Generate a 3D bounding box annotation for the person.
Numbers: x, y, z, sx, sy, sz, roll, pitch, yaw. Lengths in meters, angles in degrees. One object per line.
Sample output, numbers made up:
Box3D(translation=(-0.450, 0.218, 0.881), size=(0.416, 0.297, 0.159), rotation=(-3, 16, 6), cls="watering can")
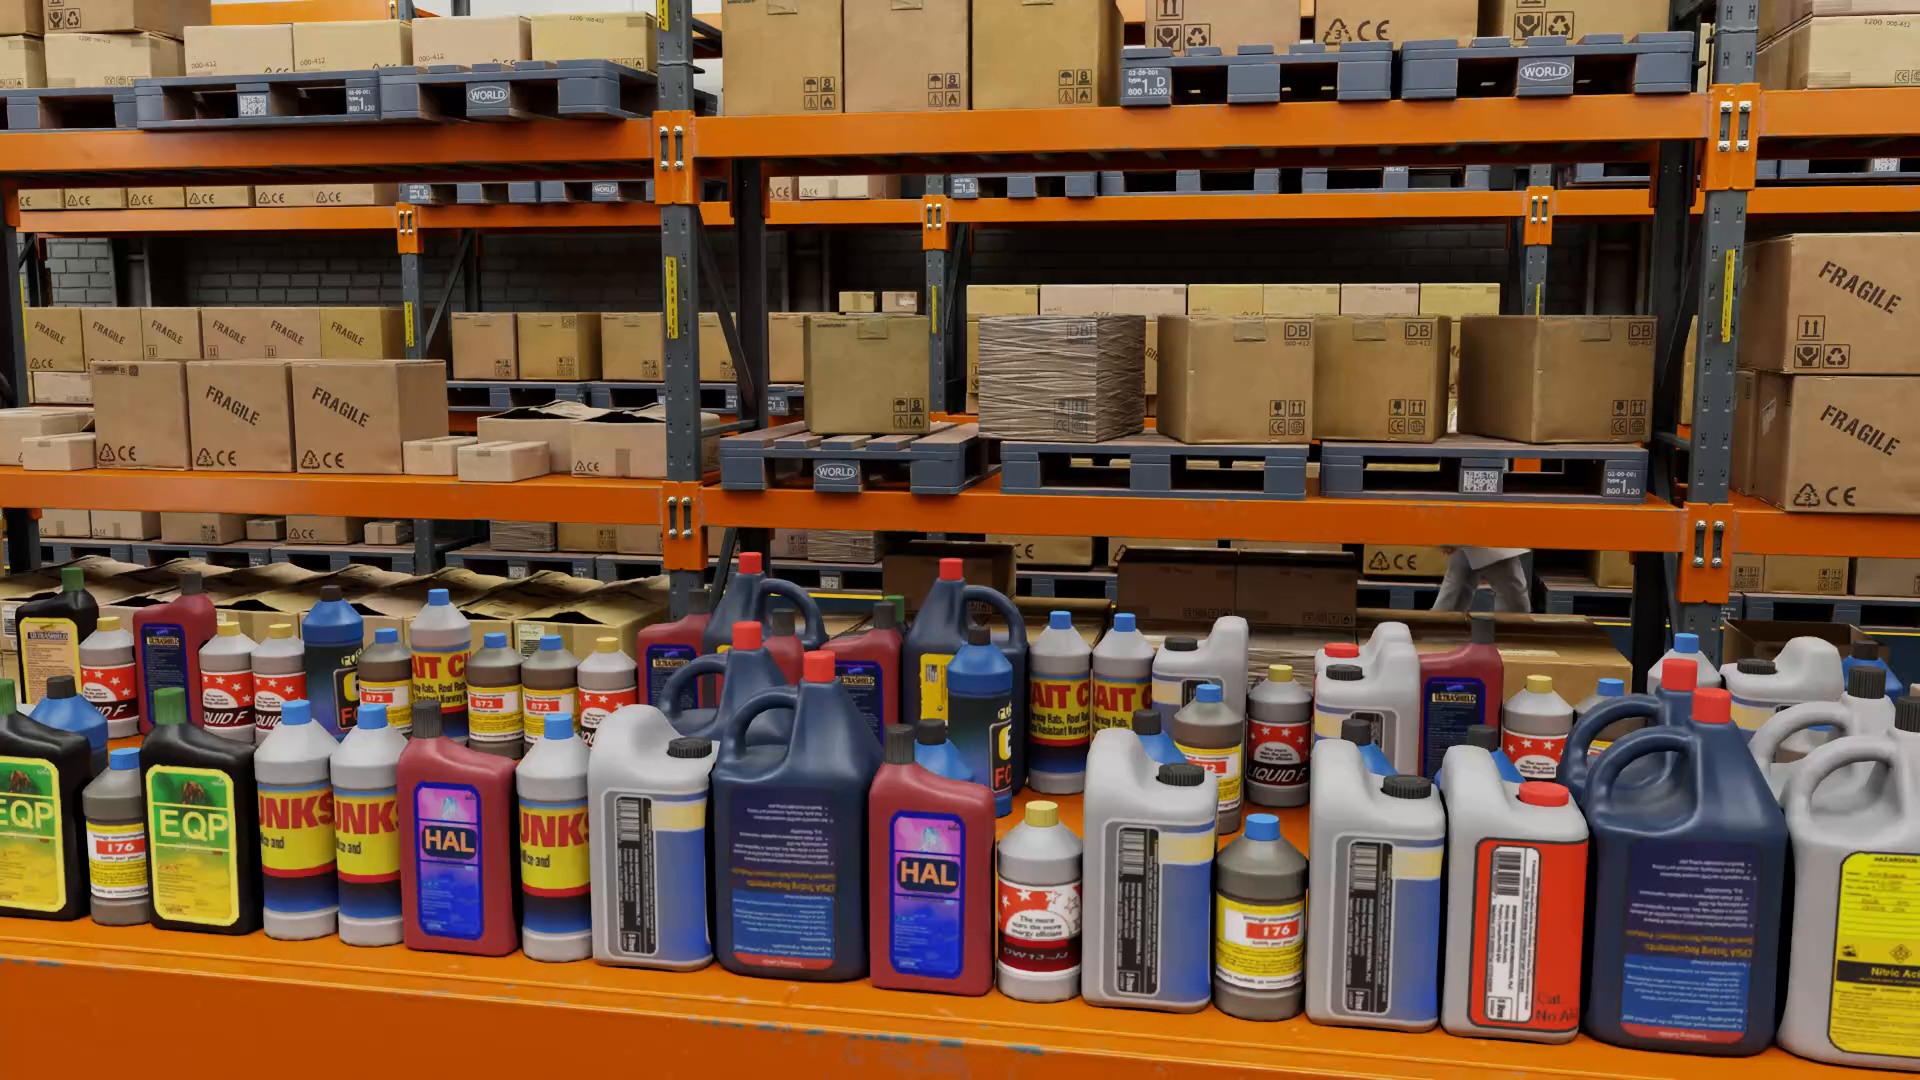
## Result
Box3D(translation=(2.896, -0.077, 8.977), size=(0.832, 1.811, 0.576), rotation=(3, 8, 20), cls="person")
